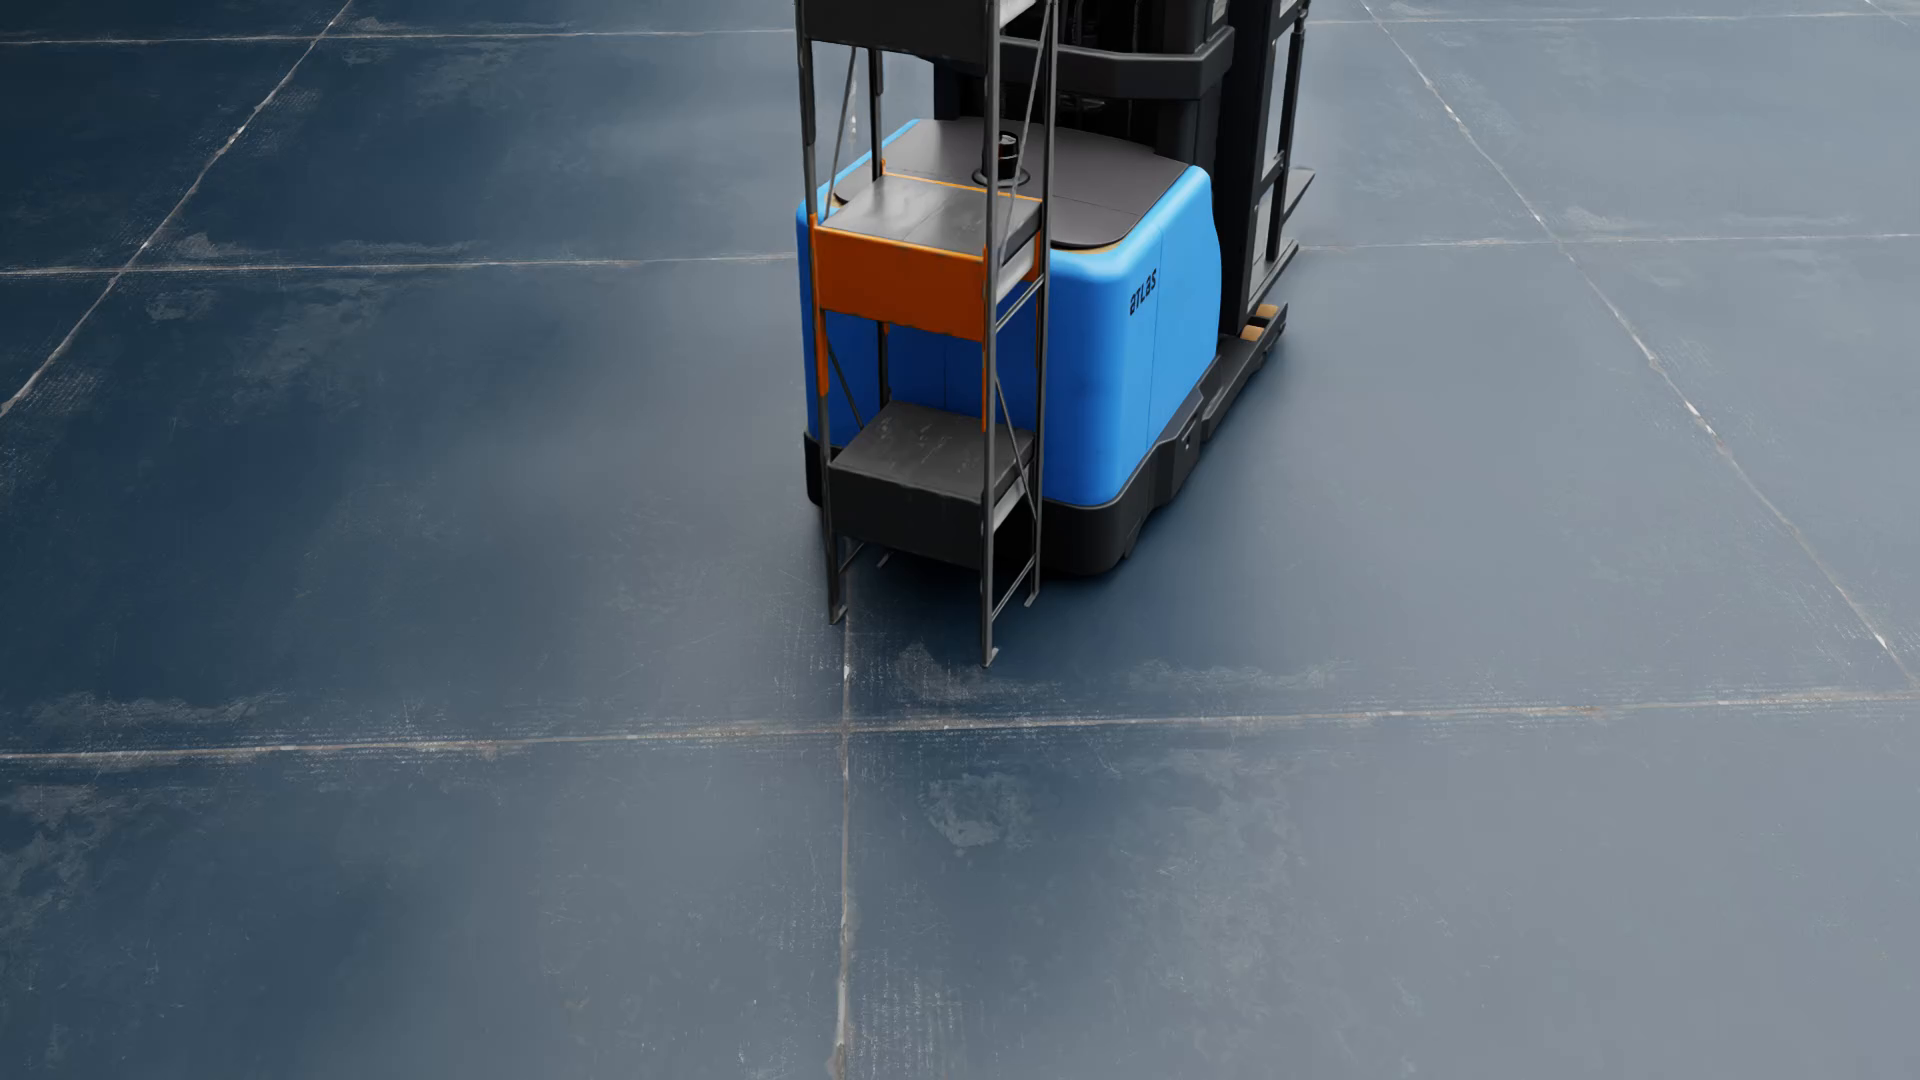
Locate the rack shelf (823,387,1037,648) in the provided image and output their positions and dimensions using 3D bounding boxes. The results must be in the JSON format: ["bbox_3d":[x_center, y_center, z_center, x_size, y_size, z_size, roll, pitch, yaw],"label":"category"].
[{"bbox_3d":[-0.072,-0.072,4.762,0.480,0.518,0.431,14,37,20],"label":"rack shelf"}]

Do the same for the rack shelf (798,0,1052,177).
[{"bbox_3d":[-0.072,-1.223,3.966,0.480,0.518,0.431,14,37,20],"label":"rack shelf"}]

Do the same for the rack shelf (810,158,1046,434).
[{"bbox_3d":[-0.072,-0.647,4.364,0.480,0.518,0.431,14,37,20],"label":"rack shelf"}]

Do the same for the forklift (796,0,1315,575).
[{"bbox_3d":[0.588,-1.926,5.458,1.130,2.935,3.031,15,37,20],"label":"forklift"}]

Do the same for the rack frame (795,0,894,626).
[{"bbox_3d":[-0.295,-0.715,4.438,0.015,2.100,0.400,14,37,20],"label":"rack frame"}]

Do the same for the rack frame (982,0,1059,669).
[{"bbox_3d":[0.150,-0.602,4.275,0.015,2.100,0.400,14,37,20],"label":"rack frame"}]

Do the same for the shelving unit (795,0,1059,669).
[{"bbox_3d":[-0.072,-0.658,4.356,0.503,2.100,0.431,14,37,20],"label":"shelving unit"}]
